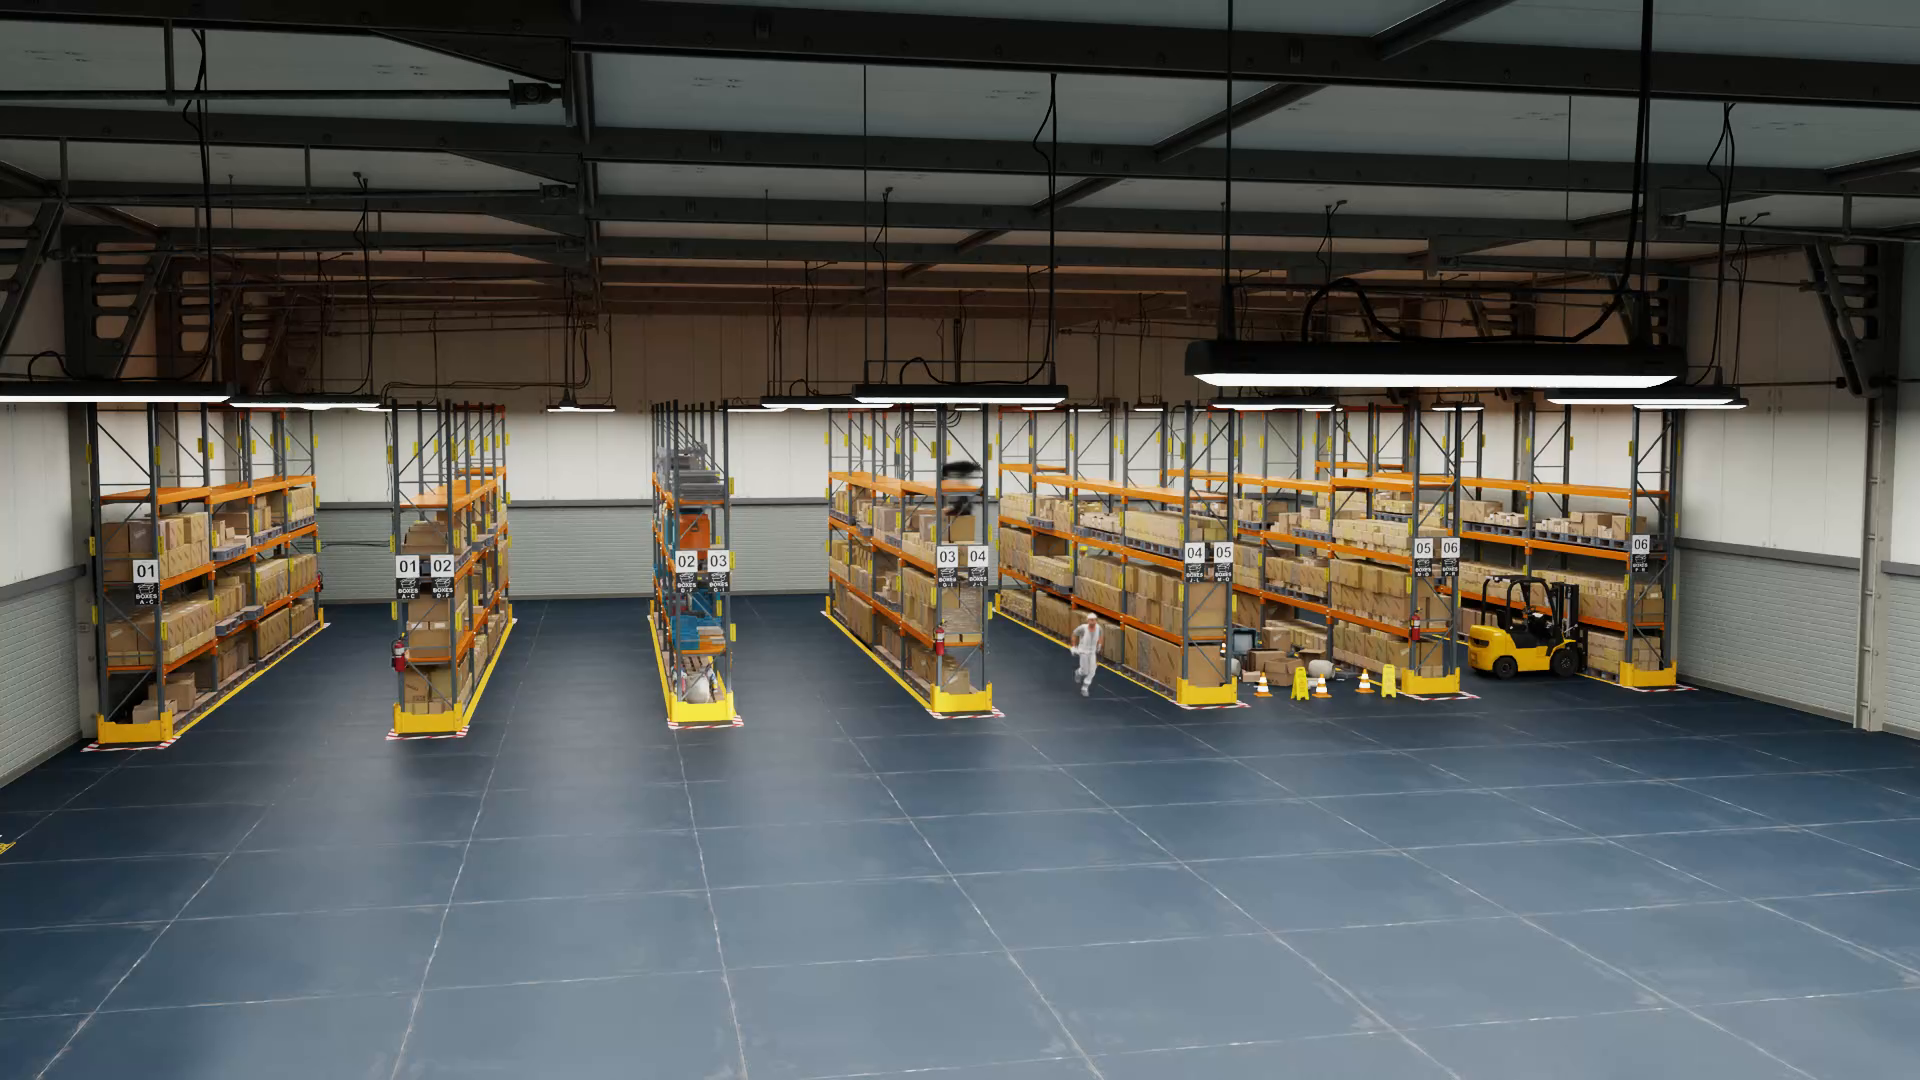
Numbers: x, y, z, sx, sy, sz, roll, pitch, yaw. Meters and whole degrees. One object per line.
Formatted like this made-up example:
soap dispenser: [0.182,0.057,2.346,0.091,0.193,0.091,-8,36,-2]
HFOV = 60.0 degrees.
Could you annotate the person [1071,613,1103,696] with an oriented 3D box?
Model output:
person: [2.591,2.323,34.015,0.646,1.716,0.777,-2,5,-27]

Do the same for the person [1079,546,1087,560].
person: [3.726,1.052,50.520,0.591,1.734,0.792,-2,5,-25]
